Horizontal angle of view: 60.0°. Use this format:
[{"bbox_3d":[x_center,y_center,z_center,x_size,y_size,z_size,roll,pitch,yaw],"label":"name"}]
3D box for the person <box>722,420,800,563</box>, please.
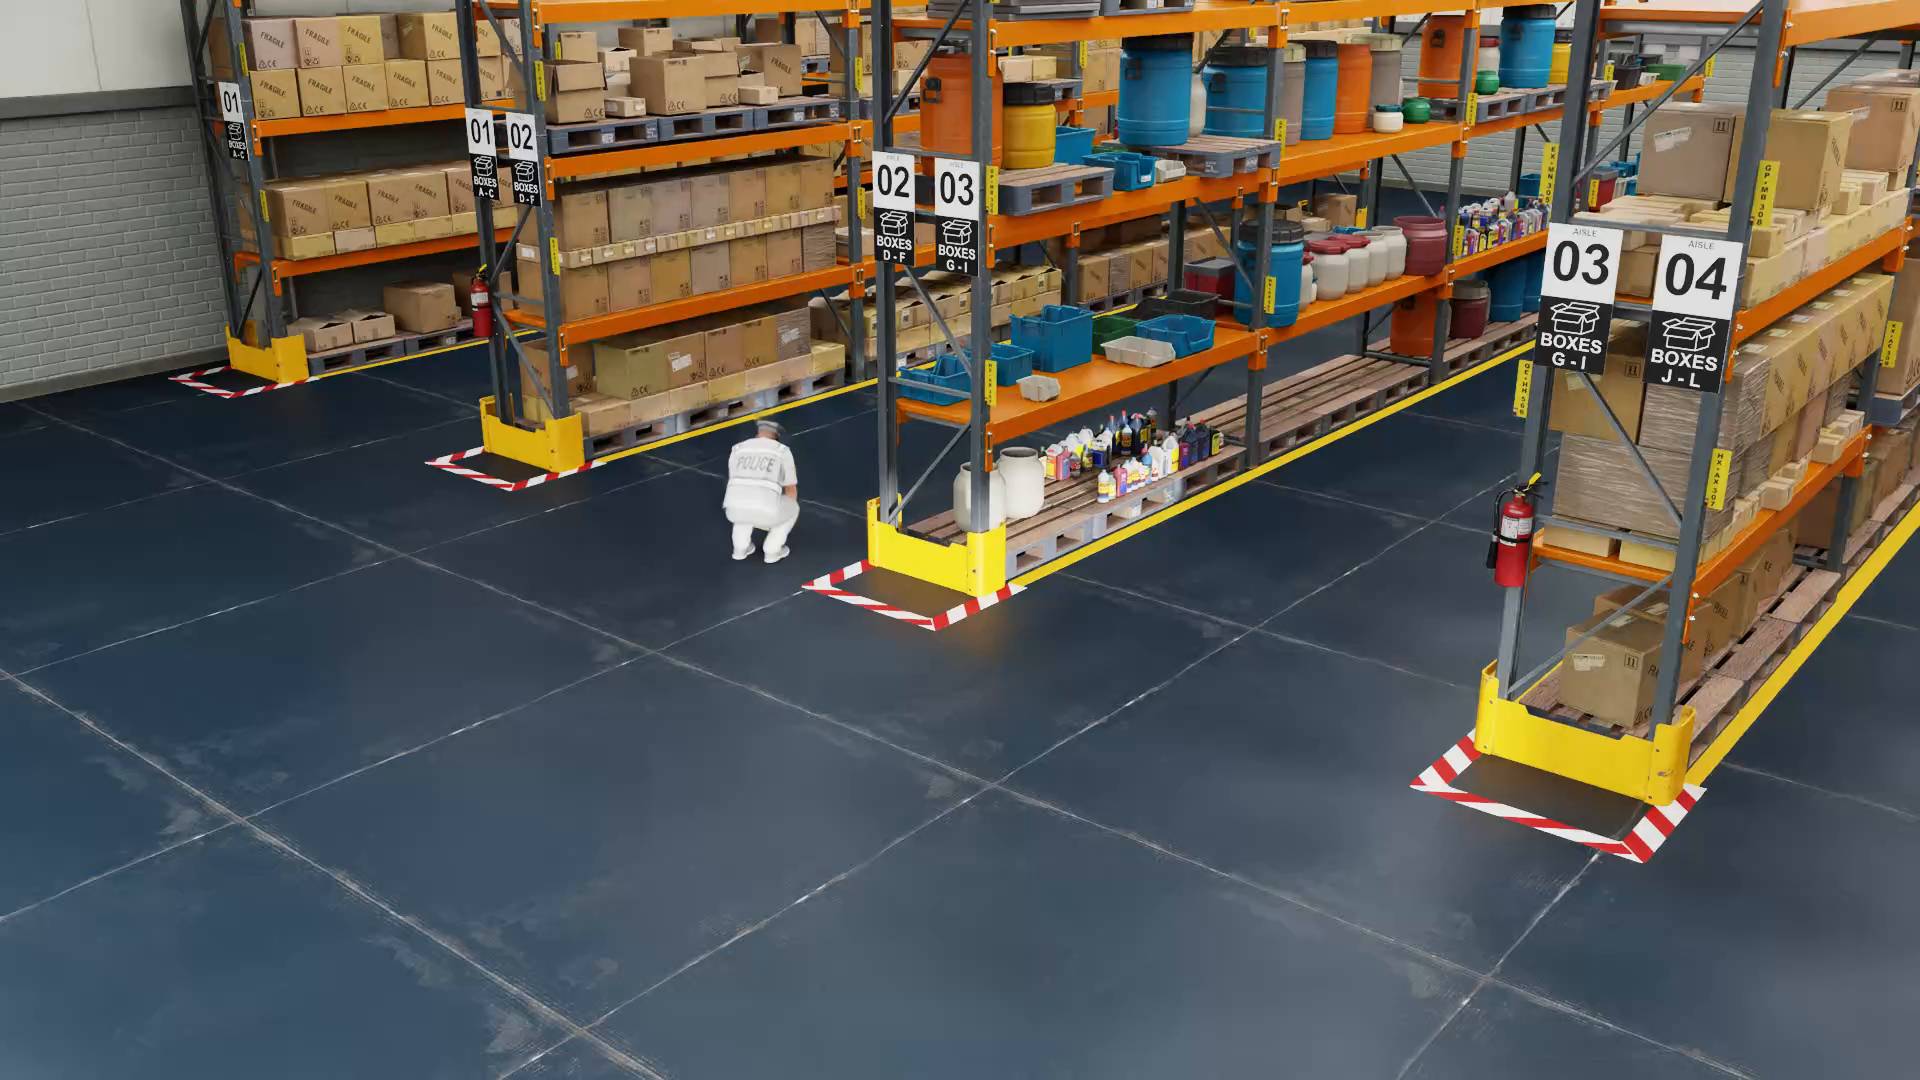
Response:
[{"bbox_3d":[-1.592,-0.388,13.220,0.592,1.013,0.905,6,21,15],"label":"person"}]
